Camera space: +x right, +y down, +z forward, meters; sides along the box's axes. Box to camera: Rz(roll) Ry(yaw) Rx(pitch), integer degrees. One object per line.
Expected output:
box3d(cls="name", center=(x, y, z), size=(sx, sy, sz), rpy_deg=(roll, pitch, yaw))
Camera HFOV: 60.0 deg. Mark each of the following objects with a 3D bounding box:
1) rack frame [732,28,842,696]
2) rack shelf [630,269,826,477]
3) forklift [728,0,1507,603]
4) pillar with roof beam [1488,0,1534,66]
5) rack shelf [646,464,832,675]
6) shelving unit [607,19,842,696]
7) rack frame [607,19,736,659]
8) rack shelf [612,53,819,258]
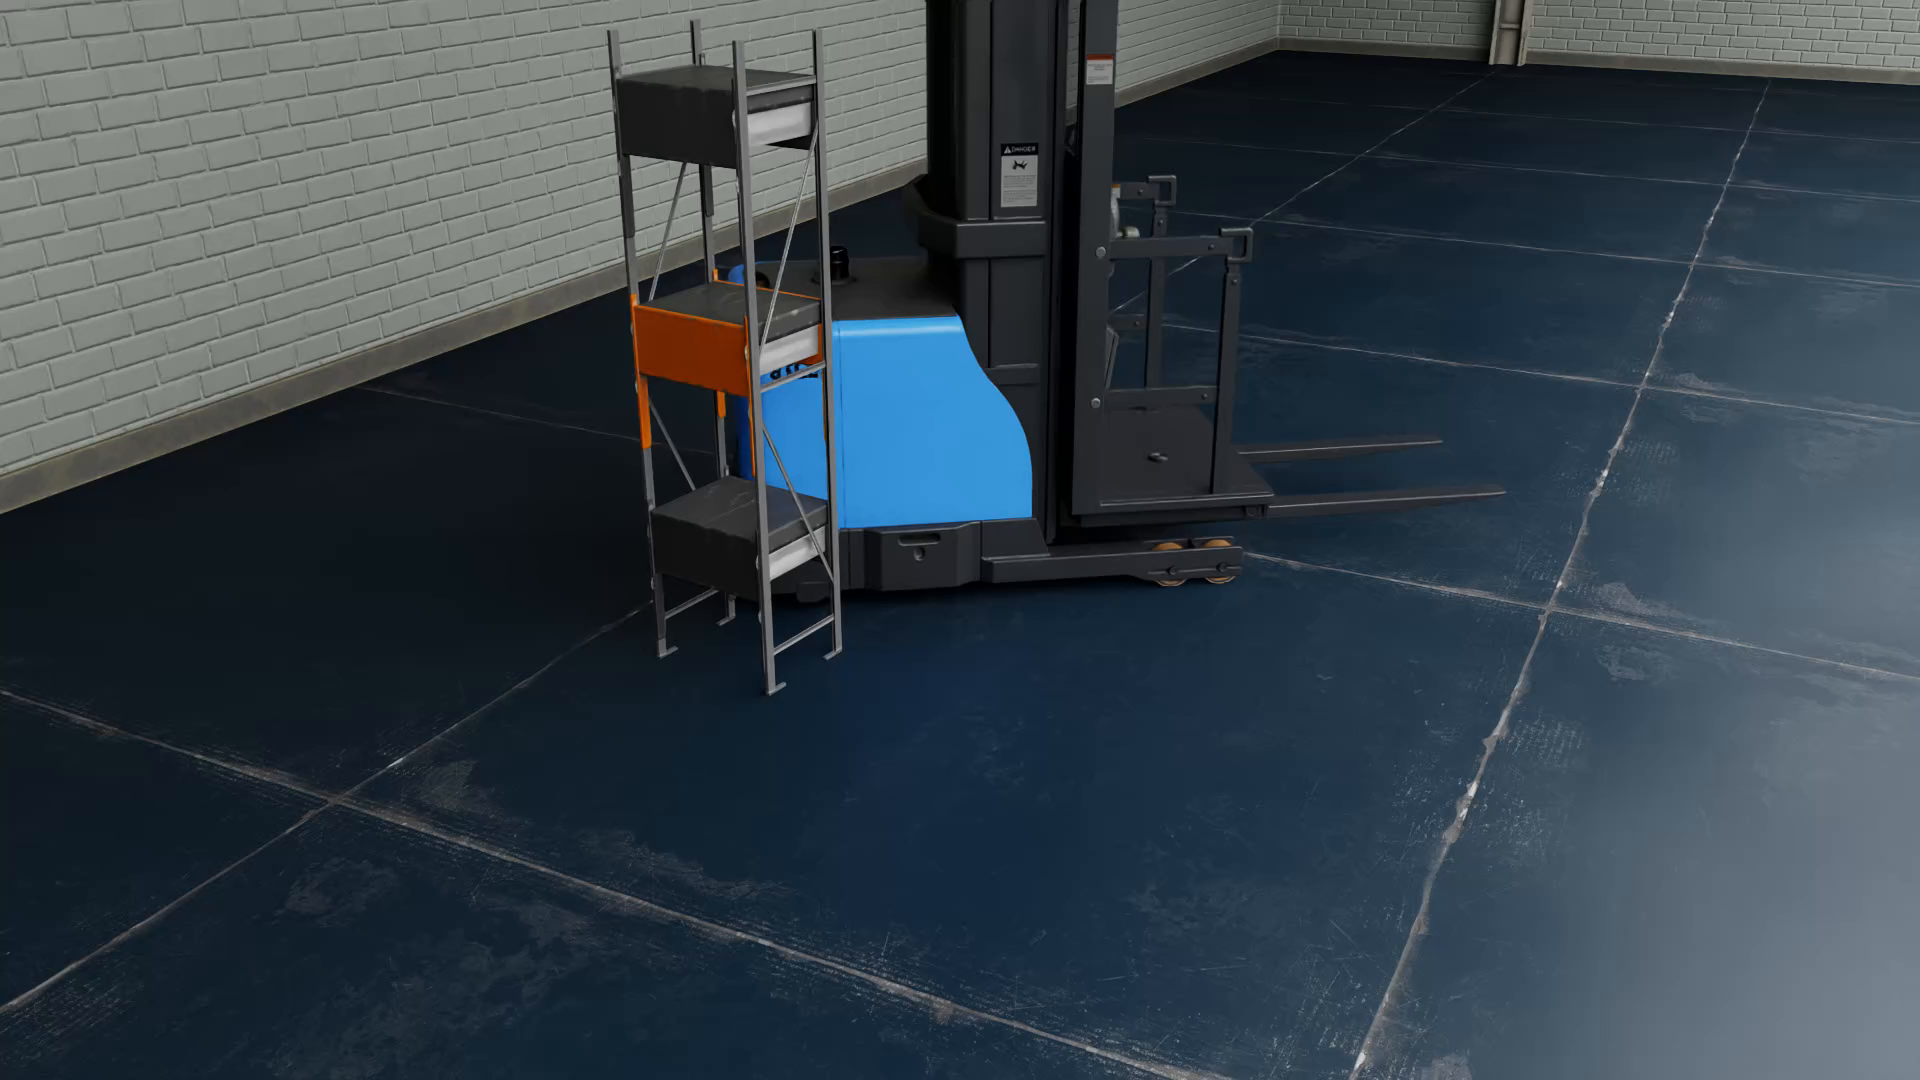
box3d(cls="rack frame", center=(-0.530, -0.513, 5.274), size=(0.015, 2.100, 0.400), rpy_deg=(14, 27, 30))
box3d(cls="rack shelf", center=(-0.734, -0.553, 5.403), size=(0.480, 0.518, 0.431), rpy_deg=(14, 27, 30))
box3d(cls="forklift", center=(0.633, -1.370, 6.227), size=(3.031, 2.935, 1.130), rpy_deg=(-4, 23, -8))
box3d(cls="pillar with roof beam", center=(4.861, -8.563, 15.388), size=(0.400, 9.000, 9.100), rpy_deg=(11, 25, 25))
box3d(cls="rack shelf", center=(-0.734, 0.091, 5.677), size=(0.480, 0.518, 0.431), rpy_deg=(14, 27, 30))
box3d(cls="shelving unit", center=(-0.734, -0.566, 5.397), size=(0.503, 2.100, 0.431), rpy_deg=(14, 27, 30))
box3d(cls="rack frame", center=(-0.937, -0.618, 5.521), size=(0.015, 2.100, 0.400), rpy_deg=(14, 27, 30))
box3d(cls="rack shelf", center=(-0.734, -1.197, 5.129), size=(0.480, 0.518, 0.431), rpy_deg=(14, 27, 30))
